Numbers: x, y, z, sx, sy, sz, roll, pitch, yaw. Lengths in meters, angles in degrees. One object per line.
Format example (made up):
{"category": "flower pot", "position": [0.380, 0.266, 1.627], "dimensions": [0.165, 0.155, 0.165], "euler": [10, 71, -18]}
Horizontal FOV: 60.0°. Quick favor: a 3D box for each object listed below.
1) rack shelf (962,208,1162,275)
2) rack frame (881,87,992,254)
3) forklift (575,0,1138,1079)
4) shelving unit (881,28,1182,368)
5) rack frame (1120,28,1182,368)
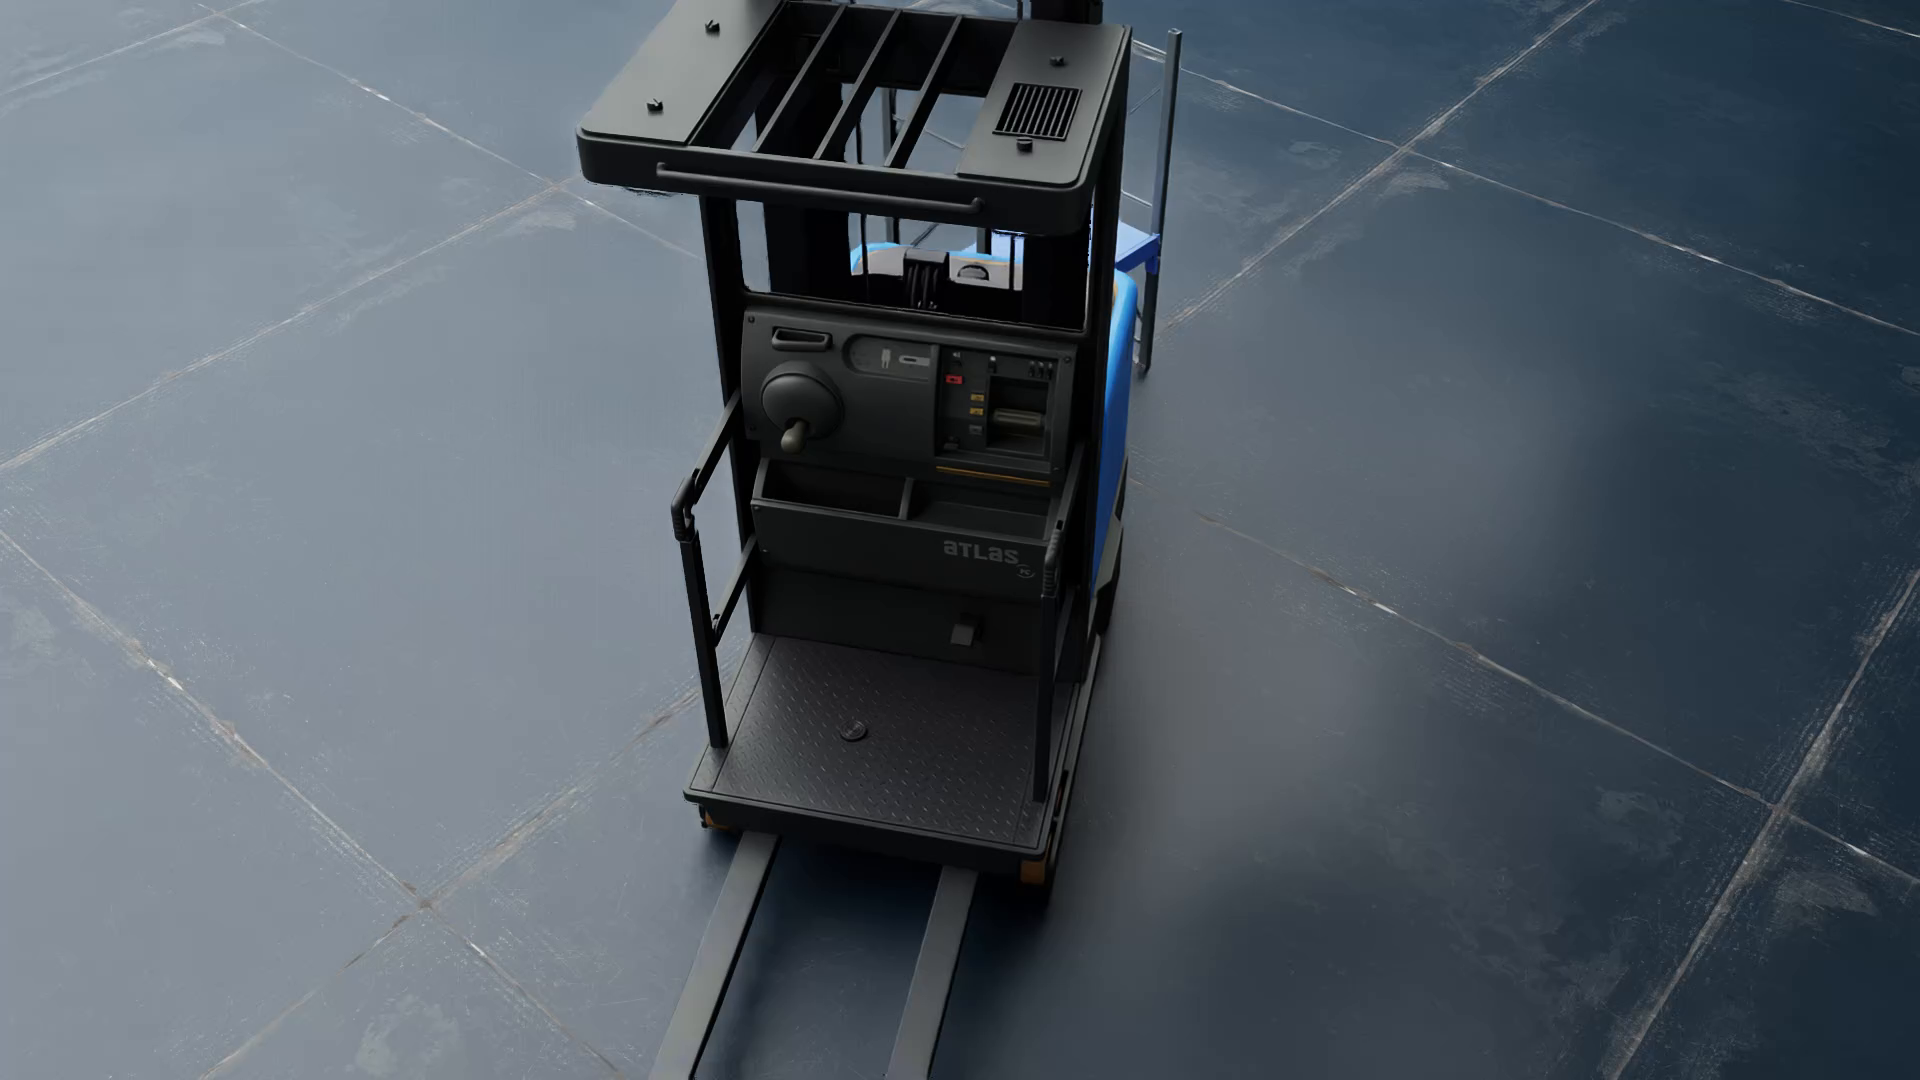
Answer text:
{"category": "rack shelf", "position": [0.268, -1.023, 6.528], "dimensions": [0.538, 0.185, 1.000], "euler": [33, 51, 31]}
{"category": "rack frame", "position": [-0.081, -0.908, 6.134], "dimensions": [0.500, 1.500, 0.032], "euler": [33, 51, 31]}
{"category": "forklift", "position": [-0.192, -0.312, 4.414], "dimensions": [1.130, 2.935, 3.031], "euler": [8, 43, 9]}
{"category": "shelving unit", "position": [0.268, -1.156, 6.407], "dimensions": [0.538, 1.500, 1.048], "euler": [33, 51, 31]}
{"category": "rack frame", "position": [0.618, -1.404, 6.680], "dimensions": [0.500, 1.500, 0.032], "euler": [33, 51, 31]}
